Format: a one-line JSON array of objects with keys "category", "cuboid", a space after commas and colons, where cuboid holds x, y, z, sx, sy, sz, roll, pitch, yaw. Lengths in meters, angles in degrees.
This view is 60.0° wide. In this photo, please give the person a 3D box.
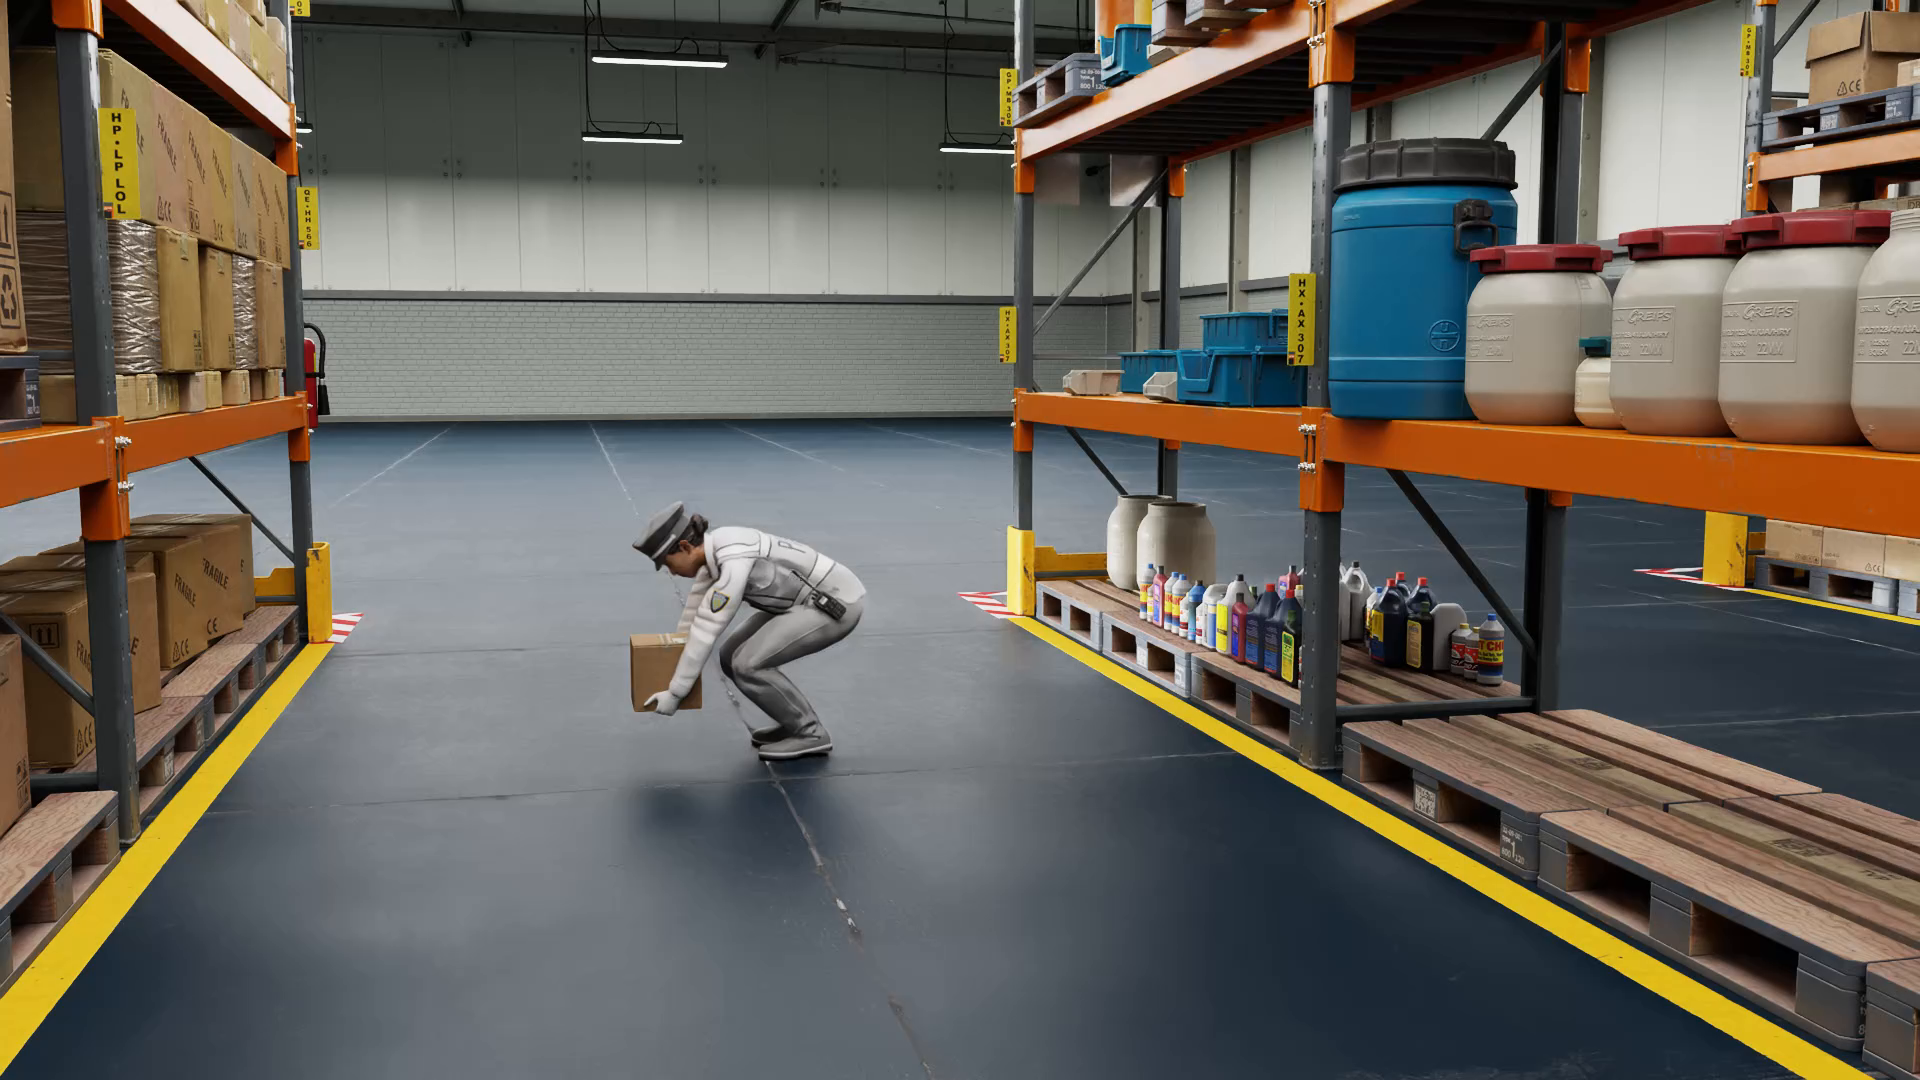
[{"category": "person", "cuboid": [-0.799, 0.332, 6.335, 0.884, 0.980, 0.460, -2, 6, -15]}]
